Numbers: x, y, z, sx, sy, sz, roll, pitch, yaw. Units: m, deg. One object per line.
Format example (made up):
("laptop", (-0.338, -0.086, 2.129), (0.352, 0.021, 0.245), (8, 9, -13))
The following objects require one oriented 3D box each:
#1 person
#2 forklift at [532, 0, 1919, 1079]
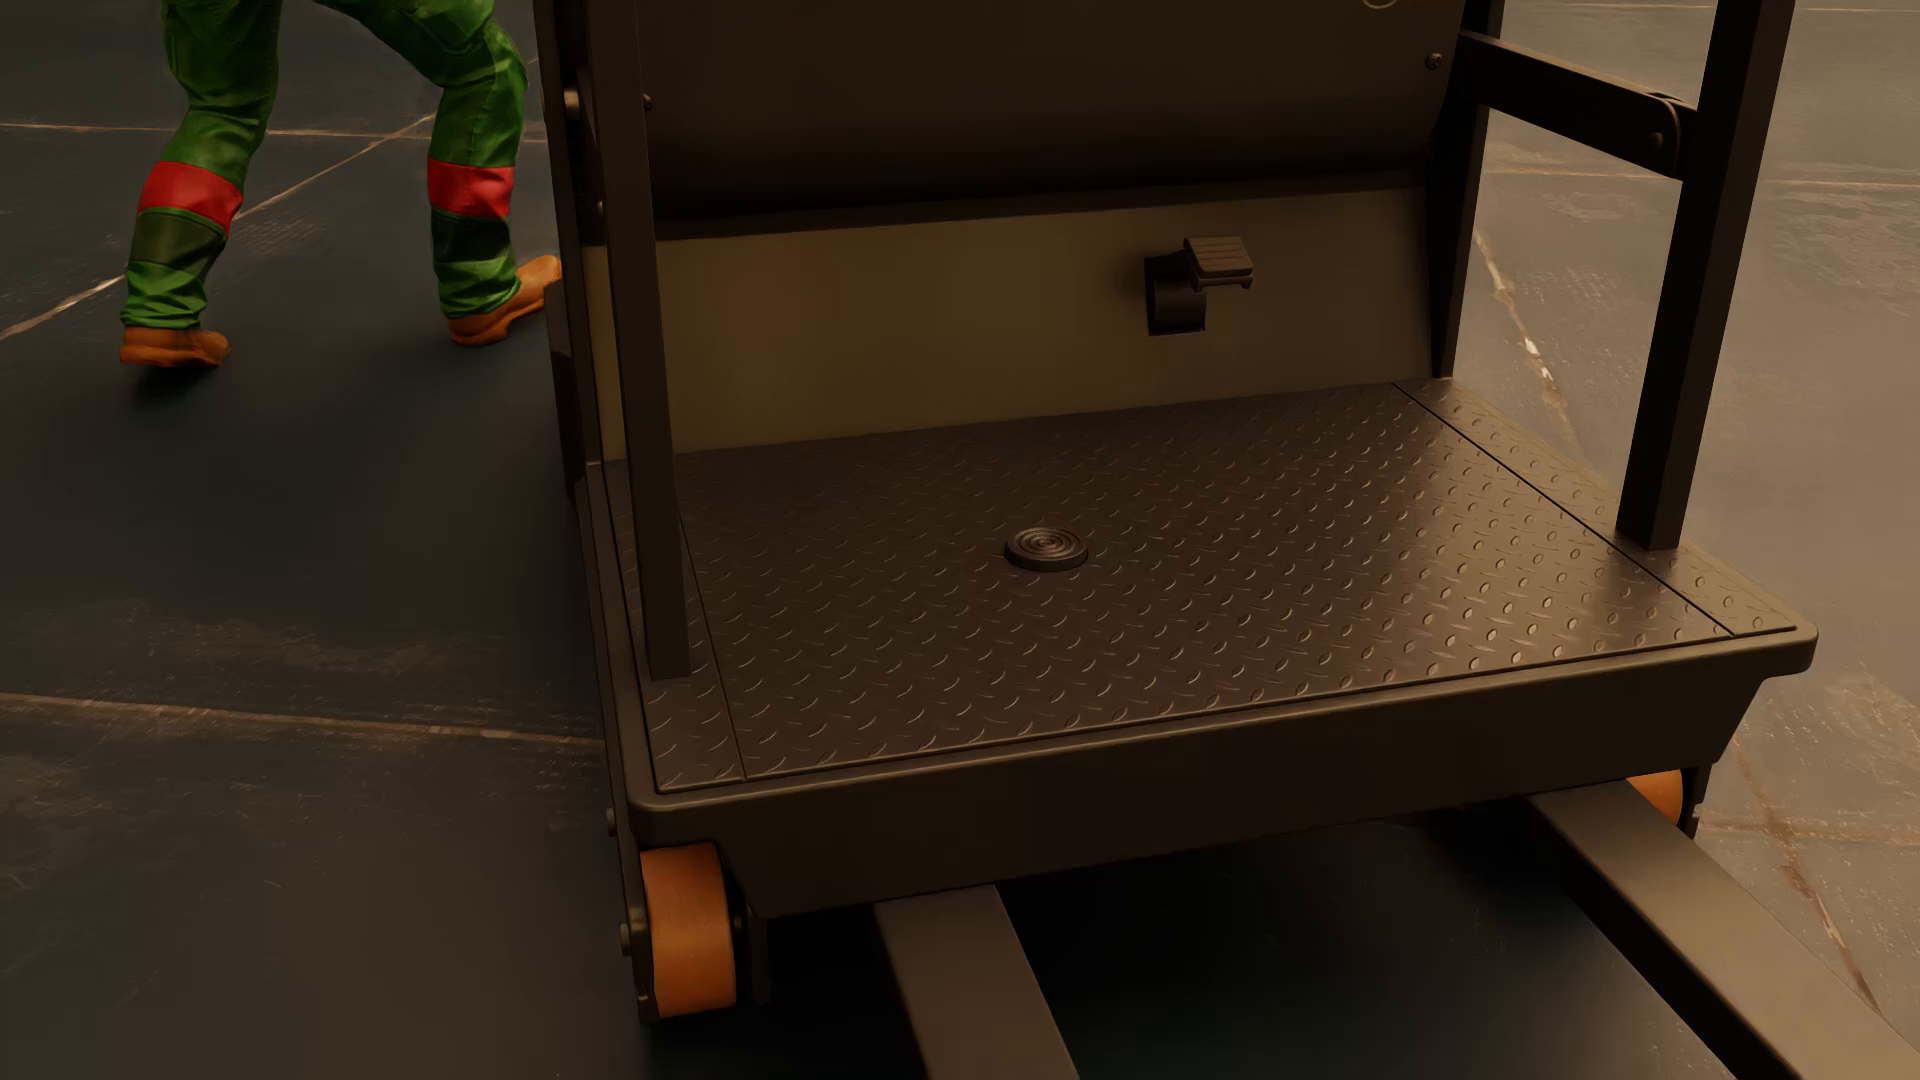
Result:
("person", (-1.117, -1.123, 2.892), (0.756, 1.697, 0.828), (12, 29, 23))
("forklift", (0.153, -1.049, 1.319), (1.130, 2.935, 3.031), (-7, 27, -13))
